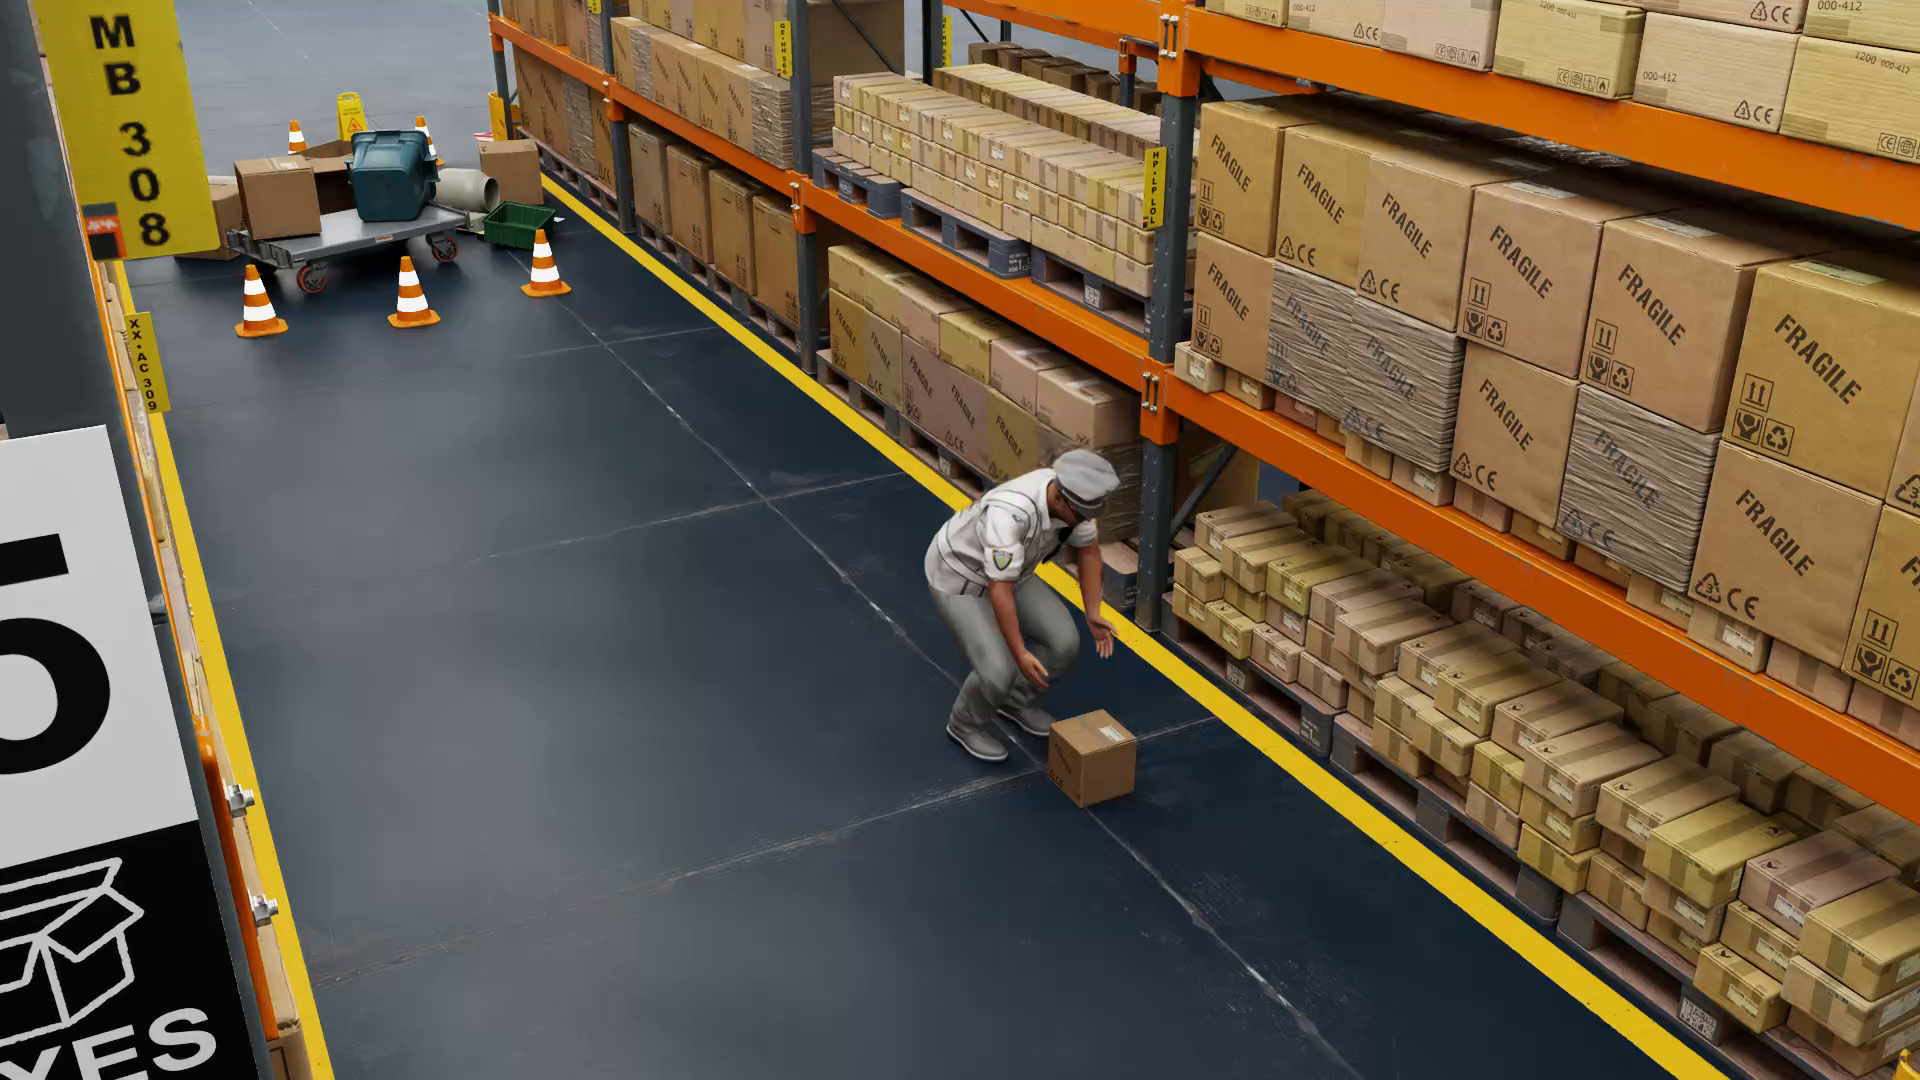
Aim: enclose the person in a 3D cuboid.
[{"bbox_3d":[0.260,0.218,6.618,0.589,1.351,0.841,-21,32,-37],"label":"person"}]
